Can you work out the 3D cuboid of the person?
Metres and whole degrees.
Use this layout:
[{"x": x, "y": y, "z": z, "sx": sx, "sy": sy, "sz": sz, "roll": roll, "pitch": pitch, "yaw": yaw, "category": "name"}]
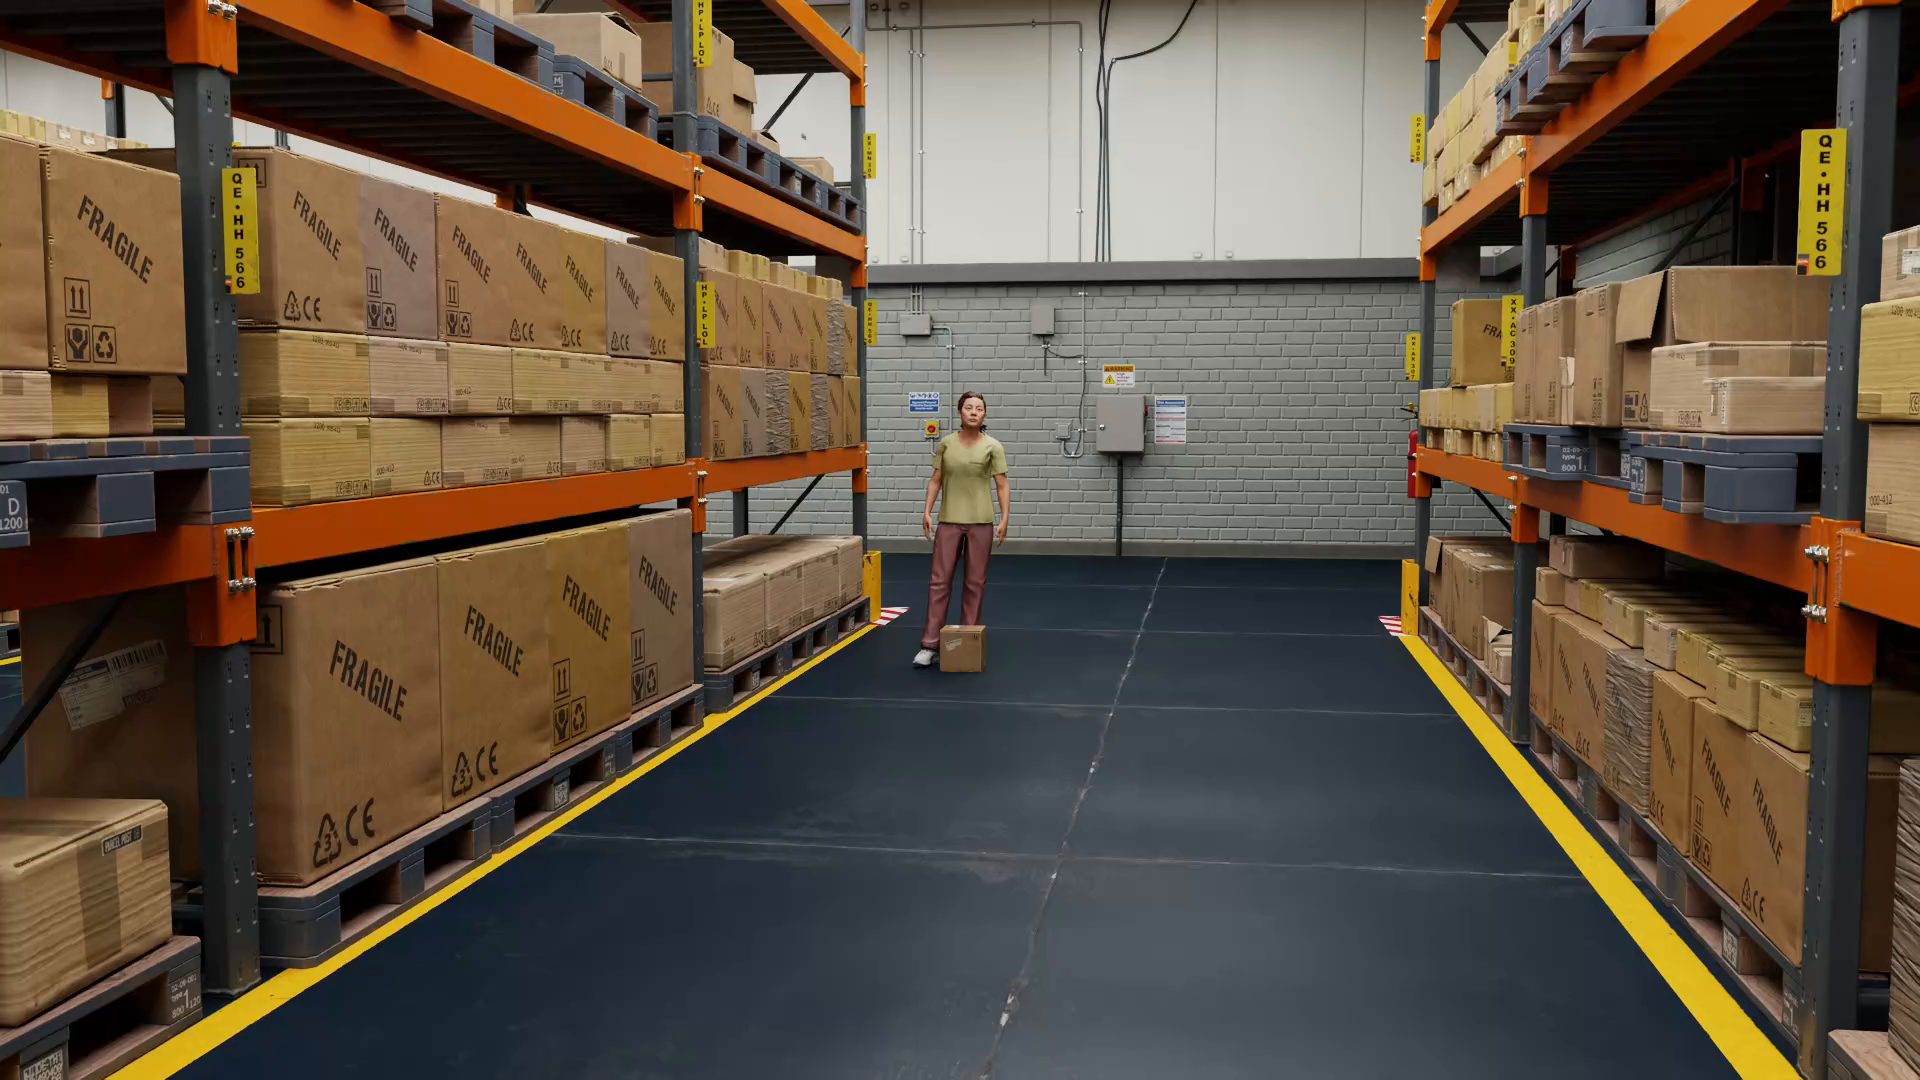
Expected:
[{"x": 0.020, "y": -0.079, "z": 10.234, "sx": 0.554, "sy": 1.676, "sz": 0.549, "roll": 1, "pitch": 5, "yaw": 9, "category": "person"}]
